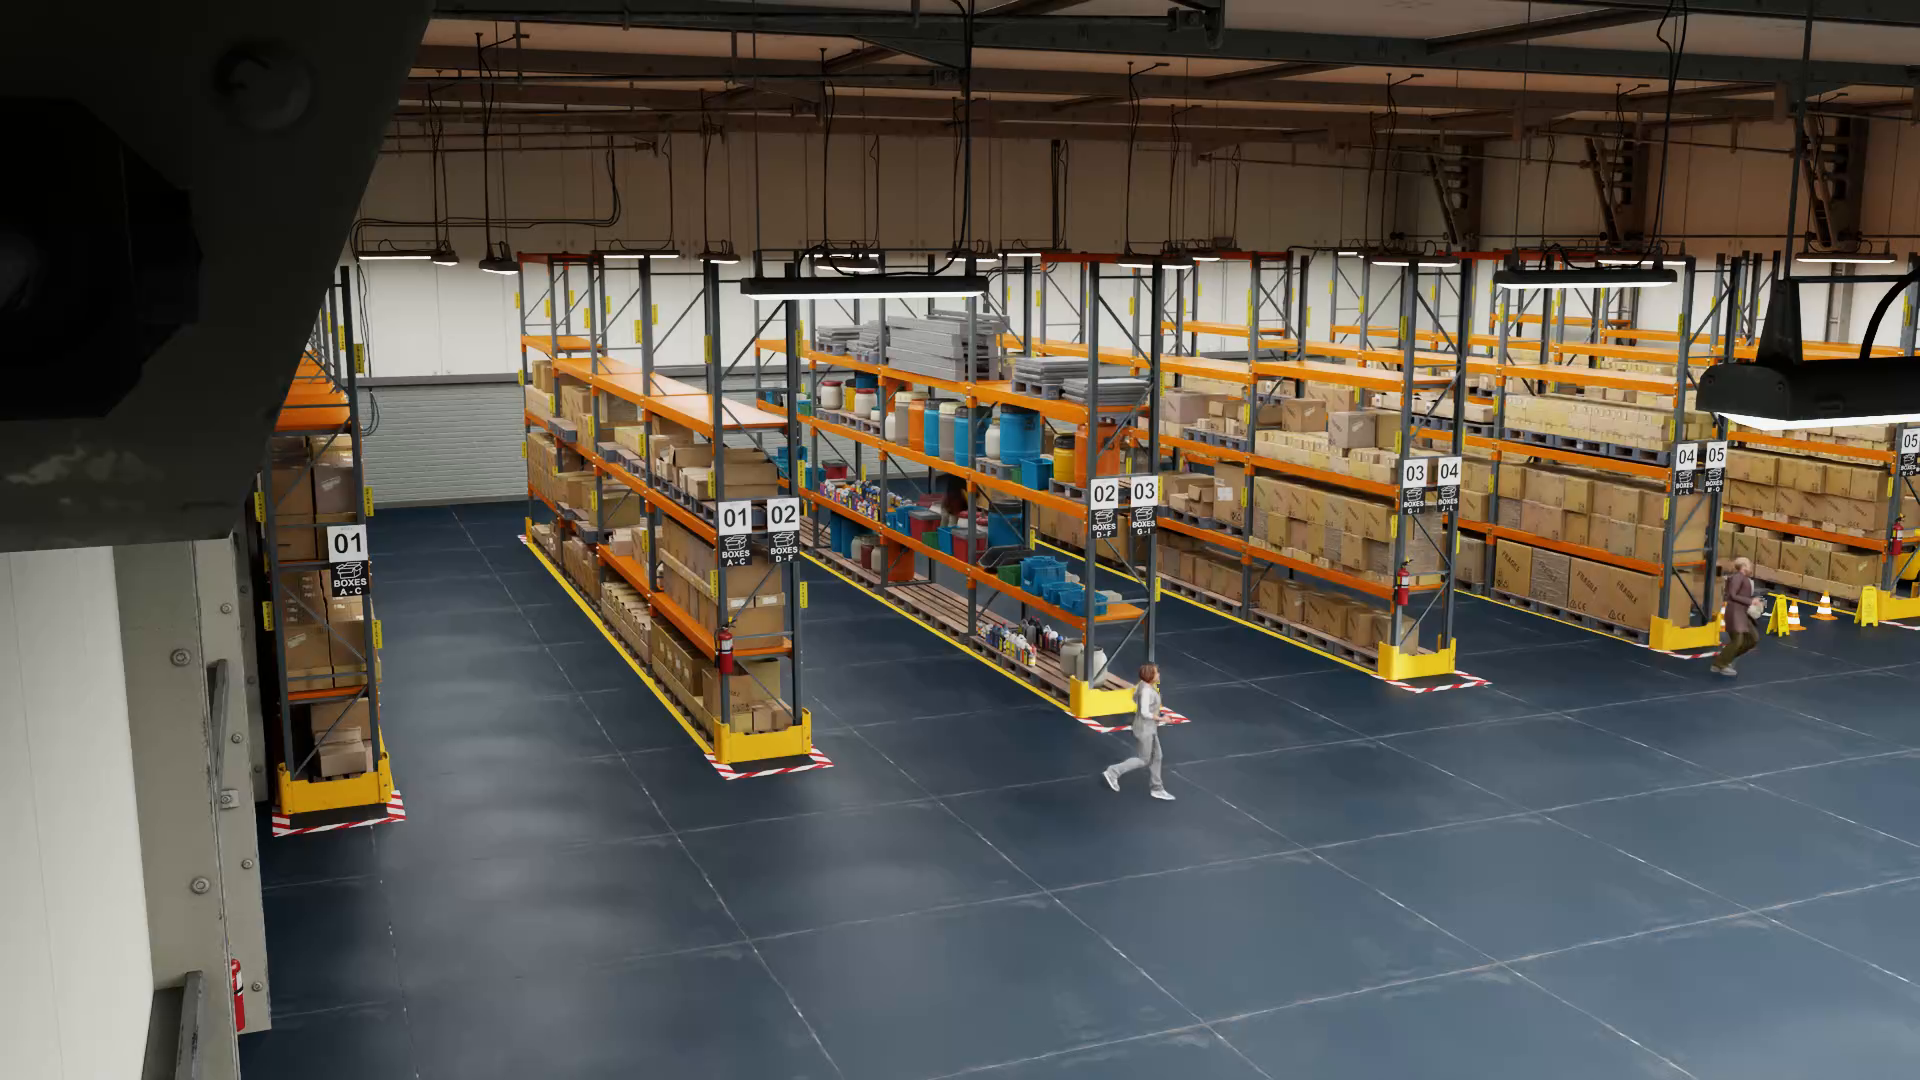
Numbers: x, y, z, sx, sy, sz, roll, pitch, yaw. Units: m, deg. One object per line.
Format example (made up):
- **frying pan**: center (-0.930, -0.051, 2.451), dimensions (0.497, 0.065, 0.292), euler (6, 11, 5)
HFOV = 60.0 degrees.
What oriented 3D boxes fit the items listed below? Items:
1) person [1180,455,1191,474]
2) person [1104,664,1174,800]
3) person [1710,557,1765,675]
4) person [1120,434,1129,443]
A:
- **person**: center (4.897, -1.096, 36.740), dimensions (0.547, 1.571, 0.759), euler (-5, 11, -25)
- **person**: center (2.043, 2.173, 18.845), dimensions (0.806, 1.591, 0.549), euler (1, 10, 5)
- **person**: center (11.401, 1.100, 24.272), dimensions (0.632, 1.715, 0.714), euler (7, 13, 35)
- **person**: center (3.866, -1.833, 40.338), dimensions (0.730, 1.710, 0.550), euler (5, 11, 25)
